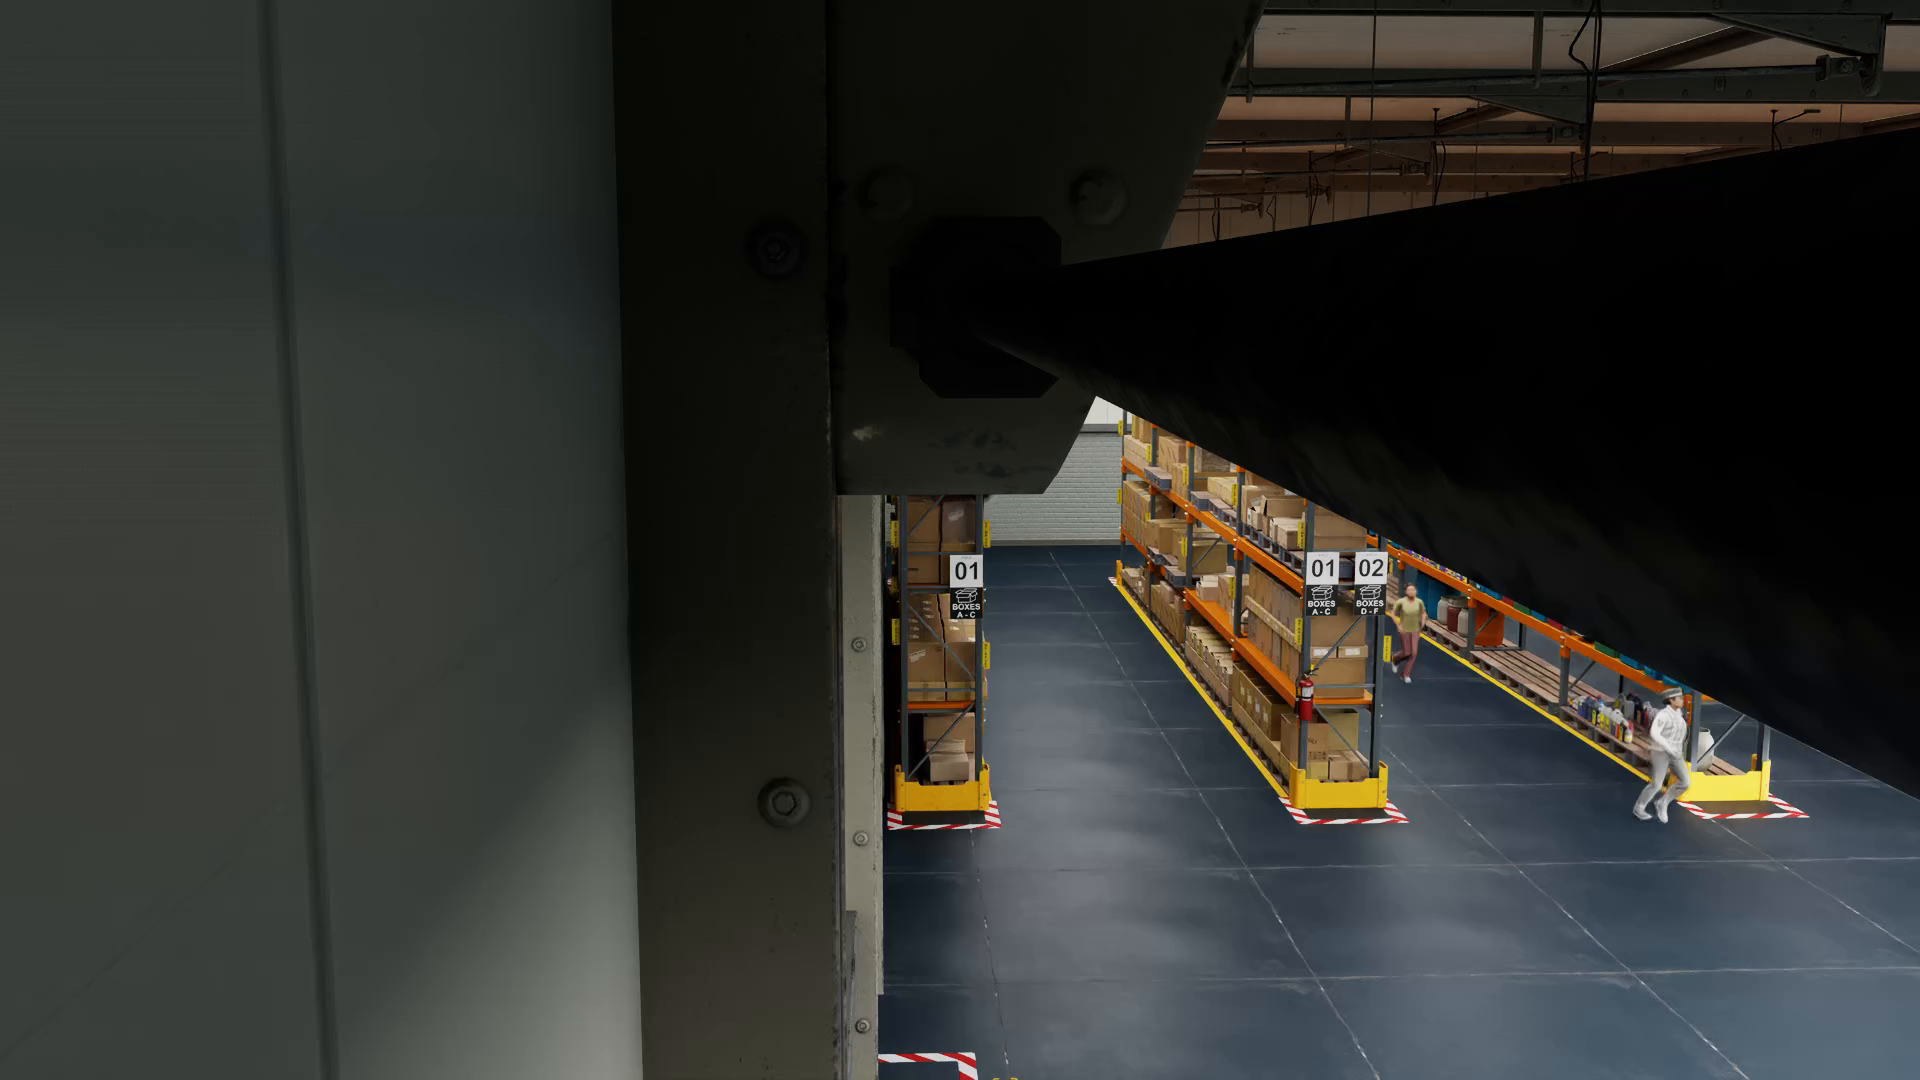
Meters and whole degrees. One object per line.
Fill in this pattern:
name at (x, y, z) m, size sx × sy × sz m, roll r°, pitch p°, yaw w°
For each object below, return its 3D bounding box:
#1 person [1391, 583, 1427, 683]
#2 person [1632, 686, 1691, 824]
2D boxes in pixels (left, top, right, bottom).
person at (7.388, 1.511, 27.351) m, size 0.574 × 1.639 × 0.584 m, roll -1°, pitch 8°, yaw -4°
person at (8.557, 2.577, 20.067) m, size 0.678 × 1.659 × 0.593 m, roll -5°, pitch 10°, yaw -32°
